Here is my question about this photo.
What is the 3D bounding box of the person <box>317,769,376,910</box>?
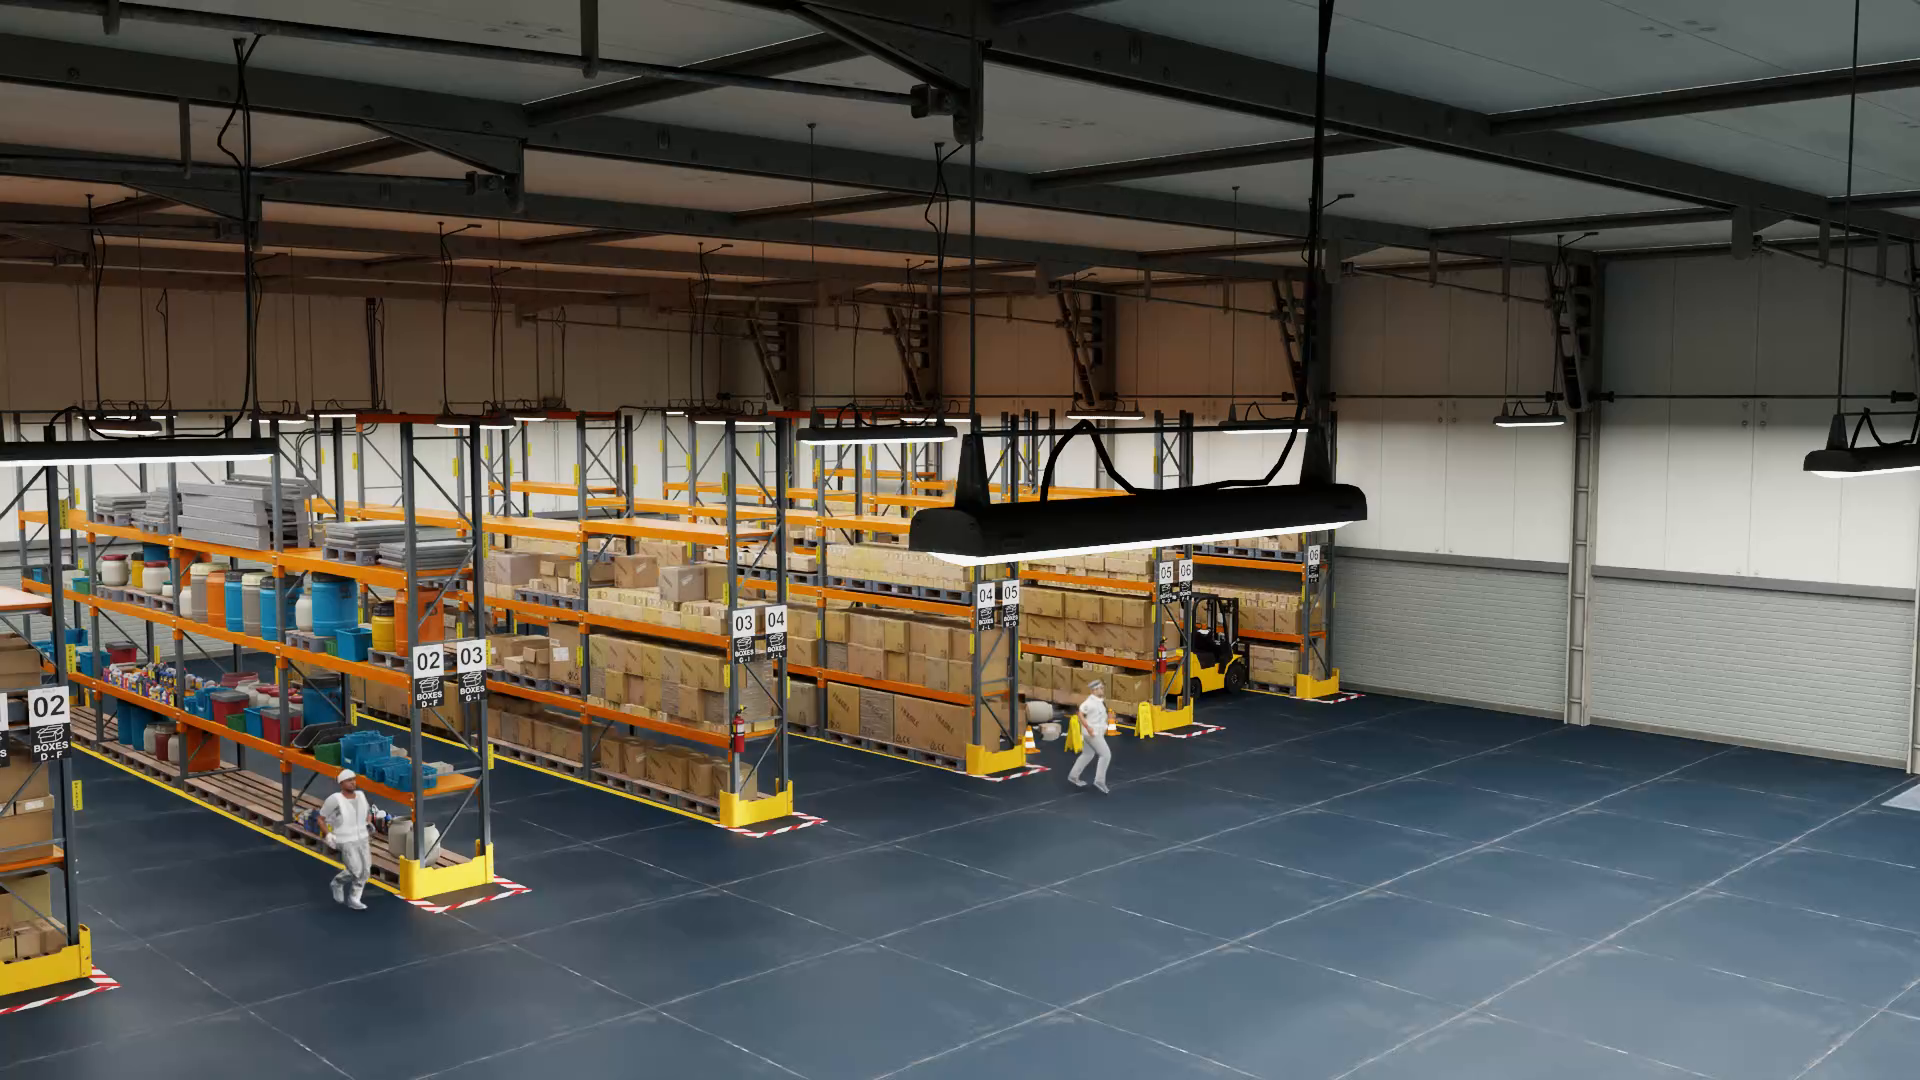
[{"bbox_3d":[-7.468,3.686,20.439,0.560,1.723,0.675,3,6,34],"label":"person"}]

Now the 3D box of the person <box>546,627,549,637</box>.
[{"bbox_3d":[-9.932,1.938,40.683,0.835,1.735,0.675,2,5,26],"label":"person"}]

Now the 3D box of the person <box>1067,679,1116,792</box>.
[{"bbox_3d":[2.112,3.140,26.710,0.788,1.854,0.645,0,5,5],"label":"person"}]
